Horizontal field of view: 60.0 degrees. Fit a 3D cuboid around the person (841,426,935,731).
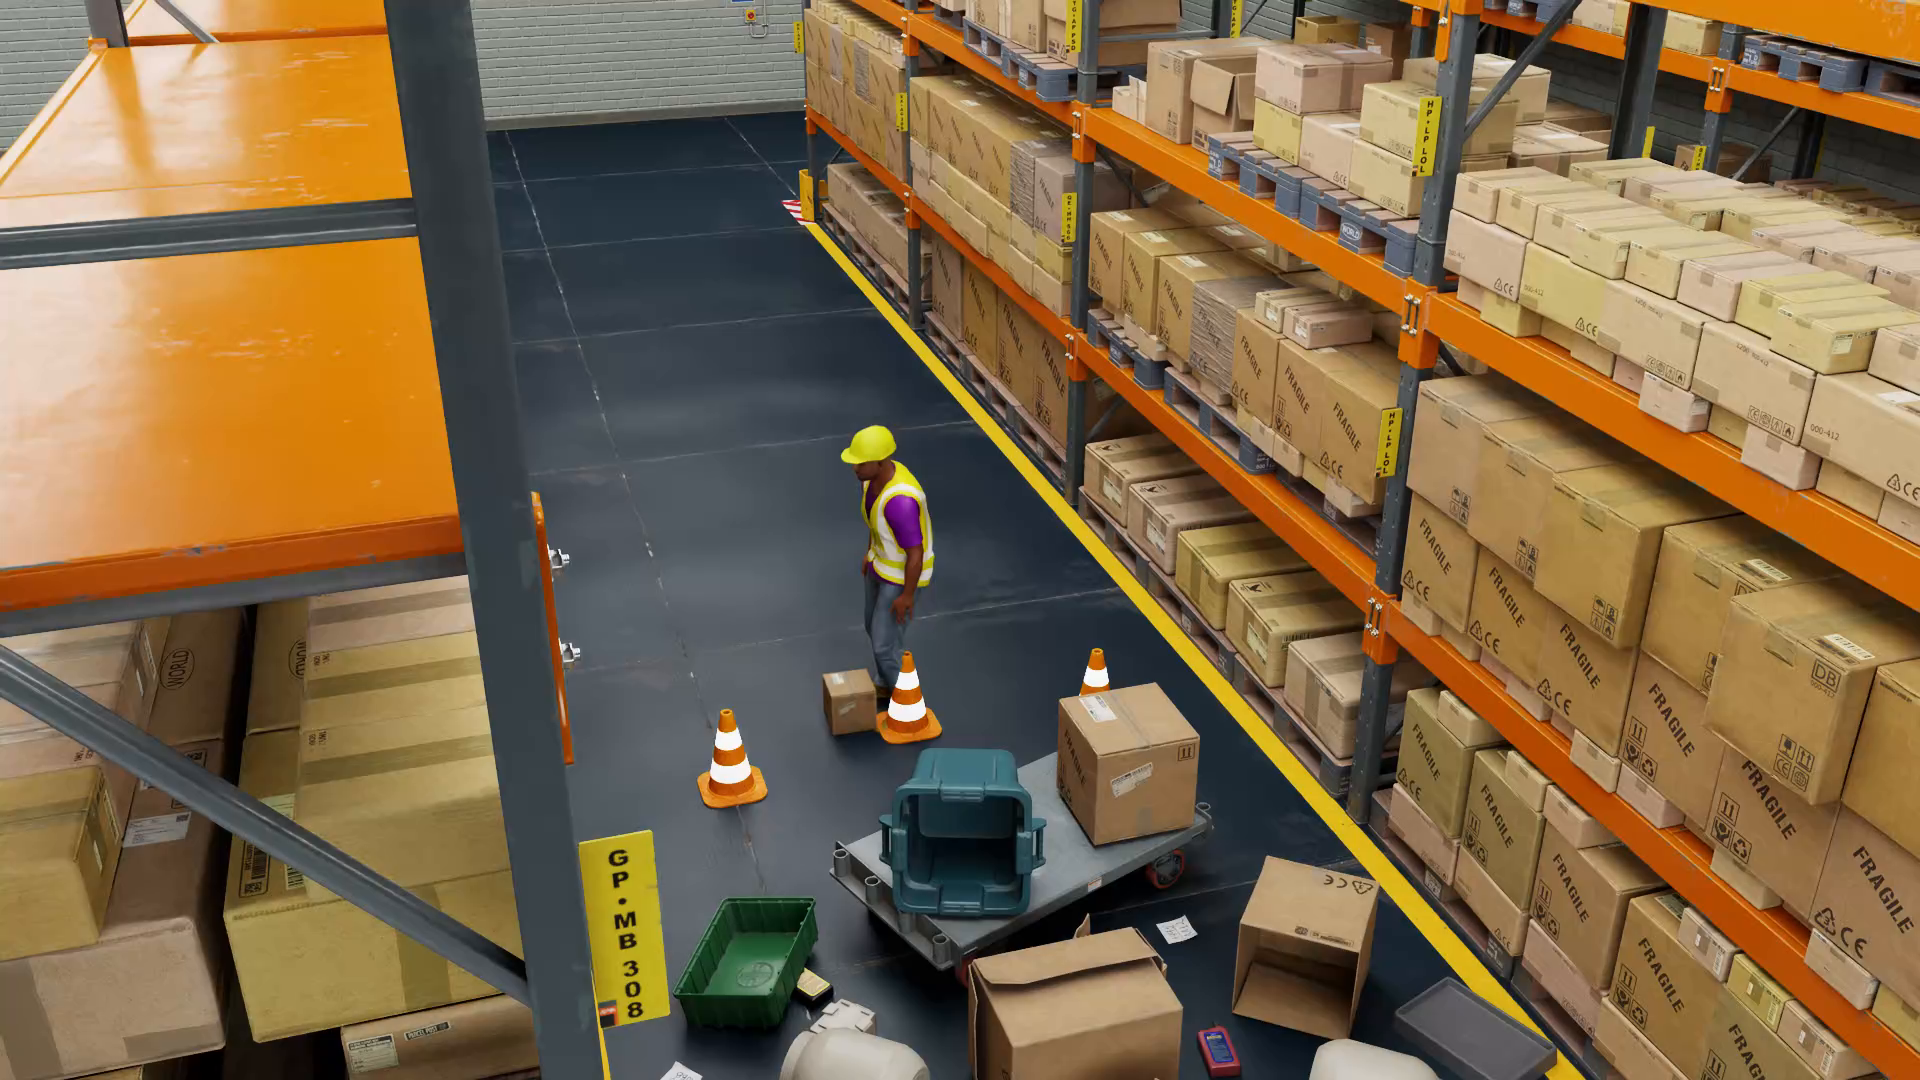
[{"bbox_3d":[-0.394,0.209,8.980,0.472,1.802,0.625,-9,28,-18],"label":"person"}]
